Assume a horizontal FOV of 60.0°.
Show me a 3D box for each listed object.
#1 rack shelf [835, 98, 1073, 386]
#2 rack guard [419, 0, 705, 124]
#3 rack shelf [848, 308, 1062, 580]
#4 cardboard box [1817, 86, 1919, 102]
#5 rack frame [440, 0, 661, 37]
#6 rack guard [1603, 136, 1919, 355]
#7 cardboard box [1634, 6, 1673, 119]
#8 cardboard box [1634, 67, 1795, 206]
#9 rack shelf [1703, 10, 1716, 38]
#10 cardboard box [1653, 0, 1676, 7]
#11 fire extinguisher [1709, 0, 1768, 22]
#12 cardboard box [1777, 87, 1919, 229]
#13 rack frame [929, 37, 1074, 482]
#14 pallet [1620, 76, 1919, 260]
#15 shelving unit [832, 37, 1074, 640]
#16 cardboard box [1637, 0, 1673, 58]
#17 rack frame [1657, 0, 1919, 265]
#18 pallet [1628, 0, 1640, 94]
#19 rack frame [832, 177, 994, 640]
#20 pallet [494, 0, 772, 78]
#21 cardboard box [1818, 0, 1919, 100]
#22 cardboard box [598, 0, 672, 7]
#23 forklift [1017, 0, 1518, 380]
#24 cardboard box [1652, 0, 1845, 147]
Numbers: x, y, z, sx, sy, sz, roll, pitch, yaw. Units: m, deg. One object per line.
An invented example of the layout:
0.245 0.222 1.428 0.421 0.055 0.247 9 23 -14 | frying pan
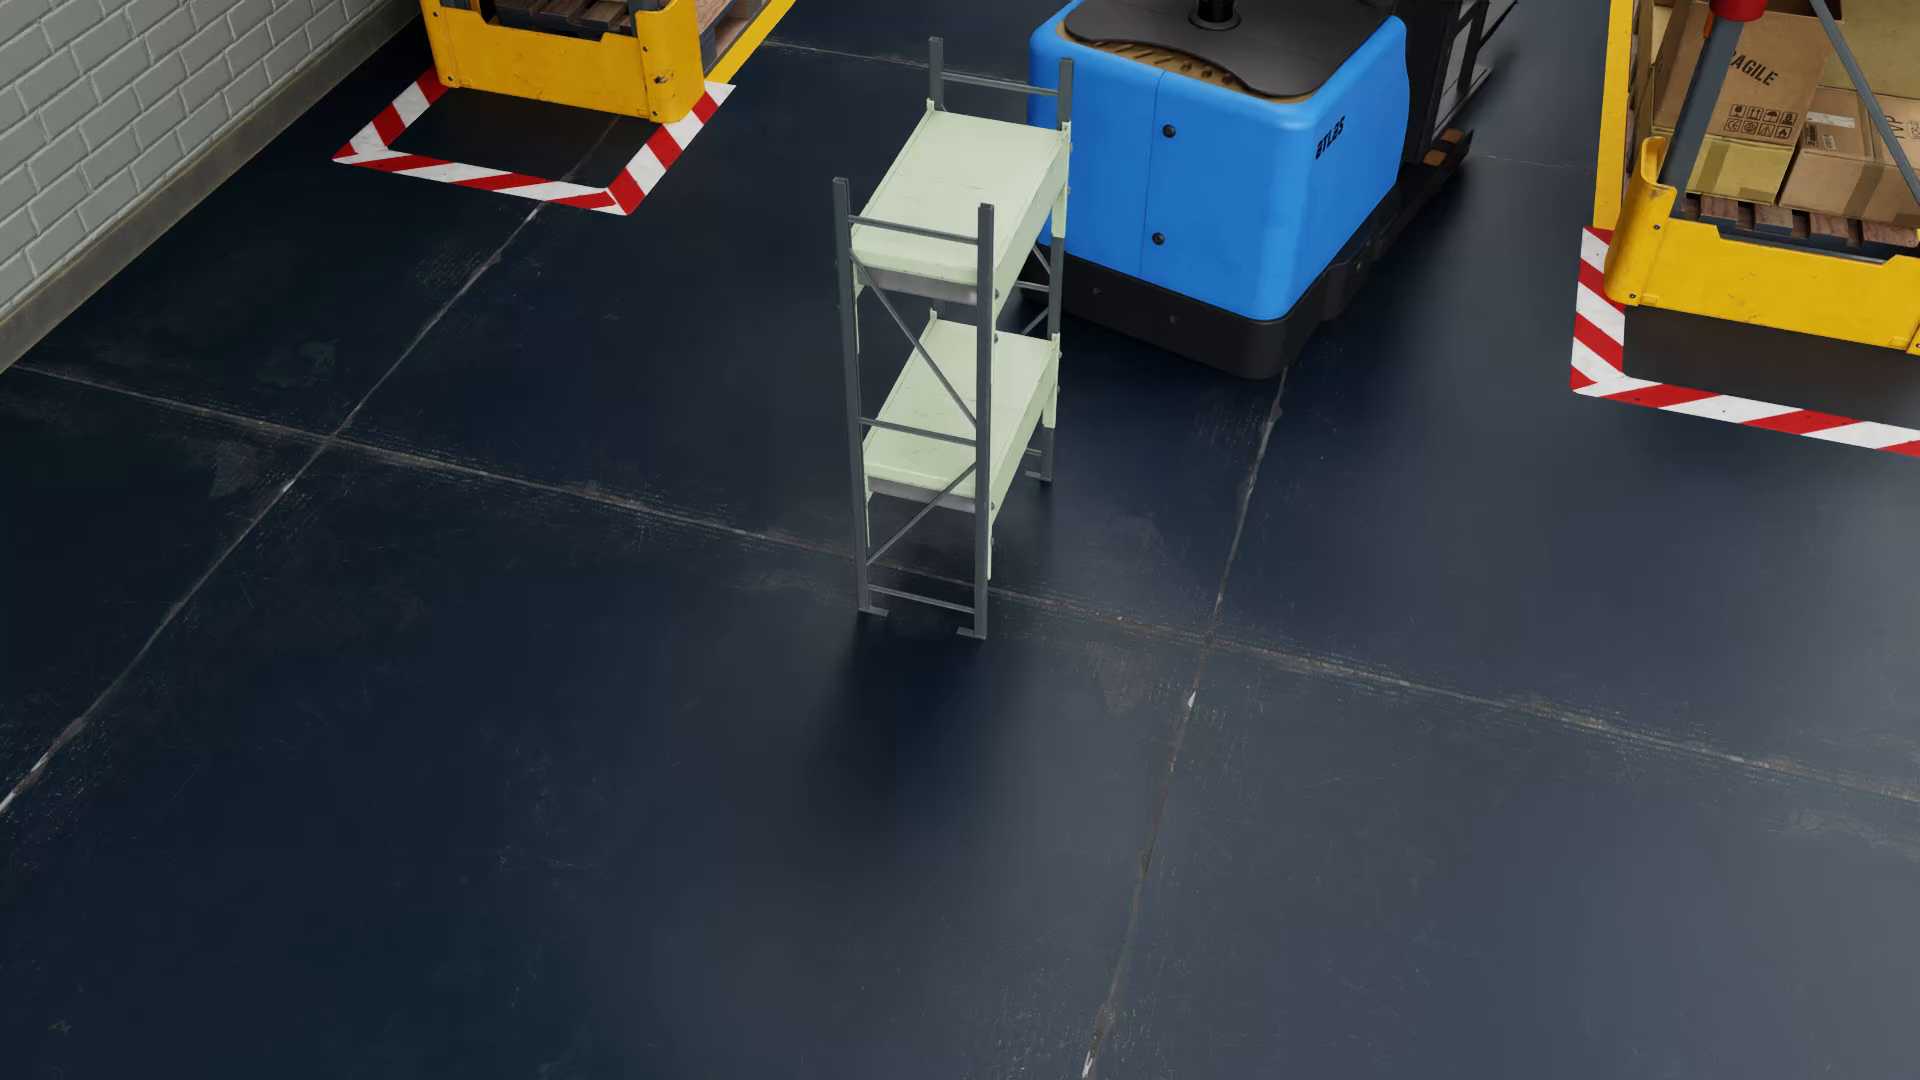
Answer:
-0.002 -0.811 4.448 0.431 0.370 0.720 13 46 12 | rack shelf
-1.703 -2.172 7.112 1.175 0.500 0.348 13 46 13 | rack guard
-0.002 -0.299 4.949 0.431 0.370 0.720 13 46 12 | rack shelf
3.519 -1.780 6.590 0.500 0.250 0.500 13 46 13 | cardboard box
-1.726 -3.015 6.186 1.000 3.000 0.127 13 46 13 | rack frame
2.989 -1.059 5.975 1.175 0.500 0.348 13 46 13 | rack guard
3.017 -1.891 6.704 0.500 0.250 0.500 13 46 13 | cardboard box
2.877 -1.556 6.361 0.500 0.250 0.500 13 46 13 | cardboard box
3.602 -3.044 6.731 1.077 0.370 4.000 13 46 13 | rack shelf
3.164 -2.494 6.783 0.500 0.500 0.500 13 46 13 | cardboard box
2.518 -1.960 5.164 0.296 0.674 0.183 13 46 13 | fire extinguisher
3.371 -1.446 6.249 0.500 0.250 0.500 13 46 13 | cardboard box
0.109 -0.776 4.970 0.400 1.500 0.023 13 46 12 | rack frame
3.188 -1.490 6.622 1.003 0.211 1.213 13 46 13 | pallet
-0.002 -0.532 4.721 0.431 1.500 0.755 13 46 12 | shelving unit
3.167 -2.225 7.045 0.500 0.250 0.500 13 46 13 | cardboard box
2.996 -1.968 5.117 1.000 3.000 0.127 13 46 13 | rack frame
3.559 -2.301 7.450 1.003 0.211 1.213 13 46 13 | pallet
-0.113 -0.288 4.472 0.400 1.500 0.023 13 46 12 | rack frame
-1.423 -2.603 7.759 1.003 0.211 1.213 13 46 13 | pallet
3.520 -2.048 6.327 0.500 0.500 0.500 13 46 13 | cardboard box
-1.431 -2.653 7.425 0.500 0.311 0.500 8 45 8 | cardboard box
1.427 -2.607 5.818 1.130 2.935 3.031 24 49 23 | forklift
2.875 -1.824 6.099 0.500 0.500 0.500 13 46 13 | cardboard box
